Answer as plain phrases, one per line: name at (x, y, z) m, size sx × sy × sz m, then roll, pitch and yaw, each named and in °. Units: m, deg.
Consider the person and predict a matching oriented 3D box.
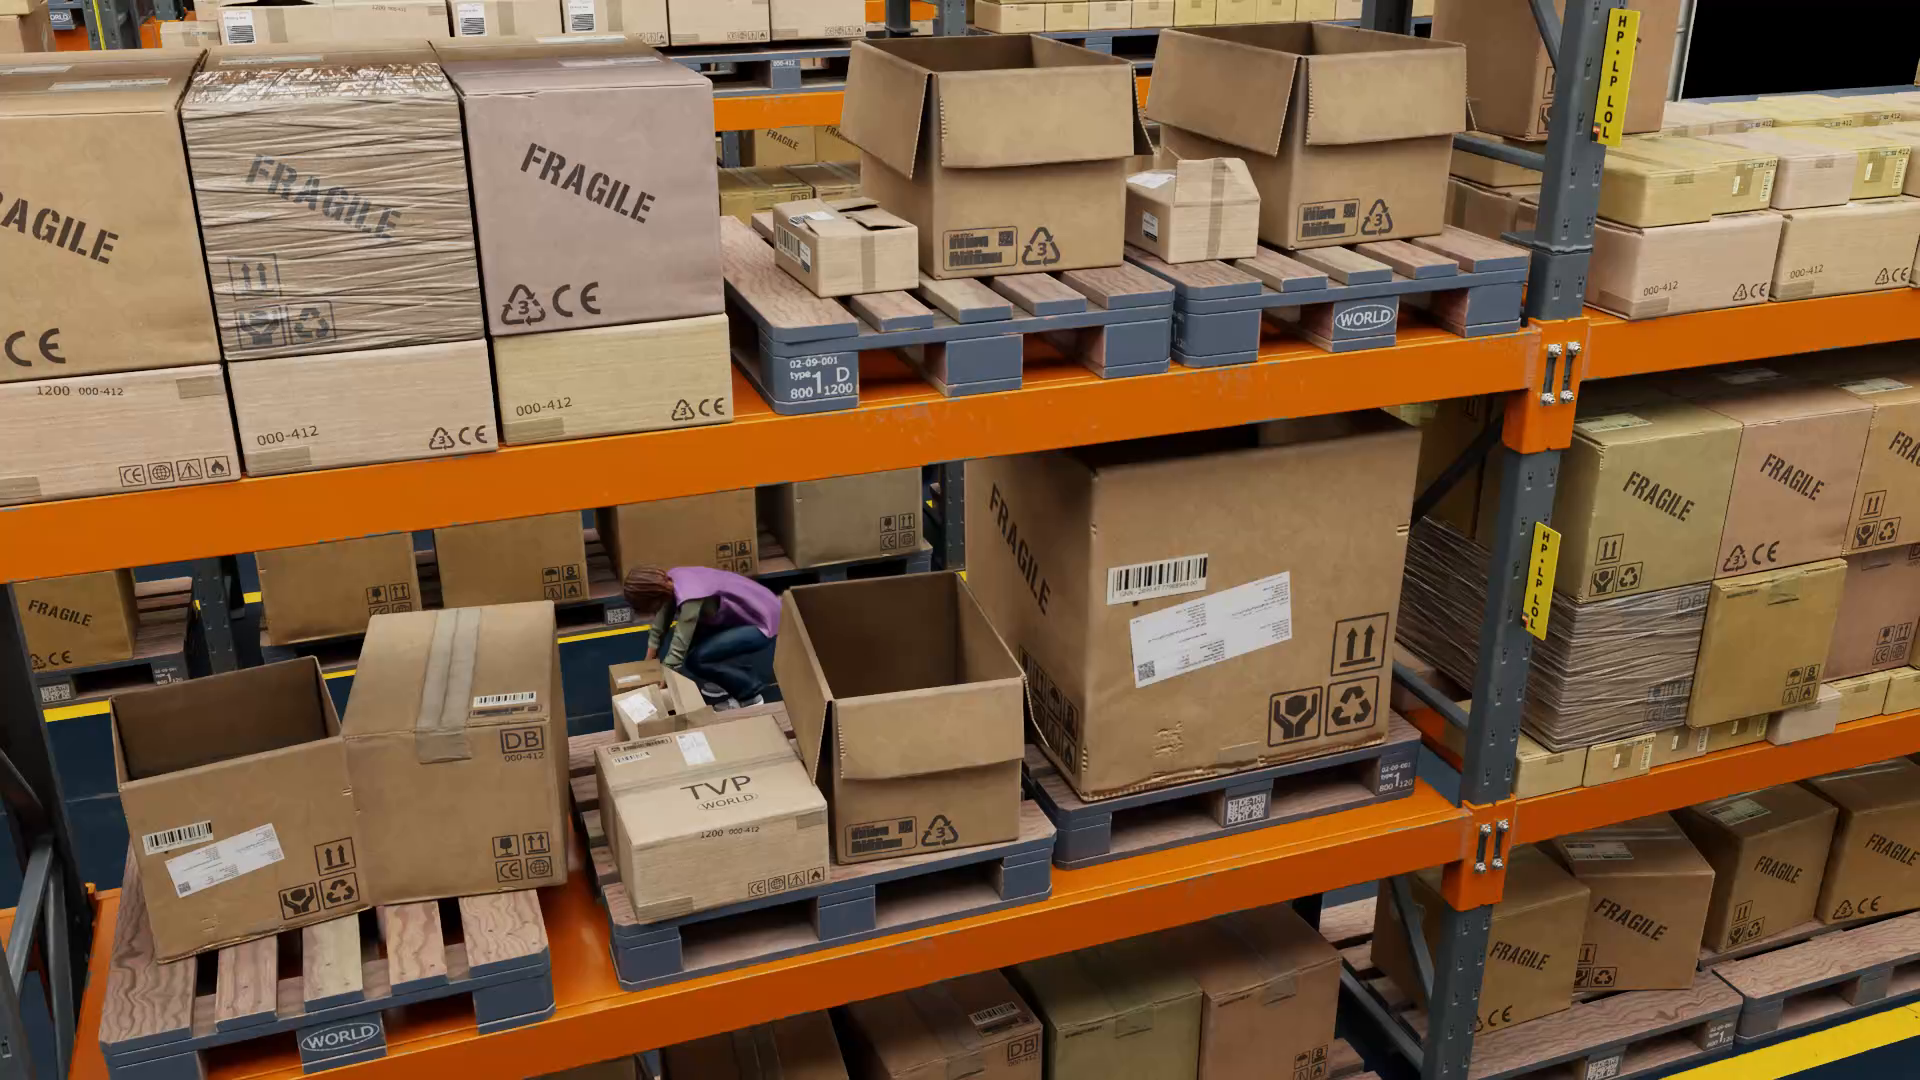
person at (-1.238, 0.455, 8.172) m, size 0.801 × 0.829 × 0.442 m, roll -8°, pitch 24°, yaw -19°
